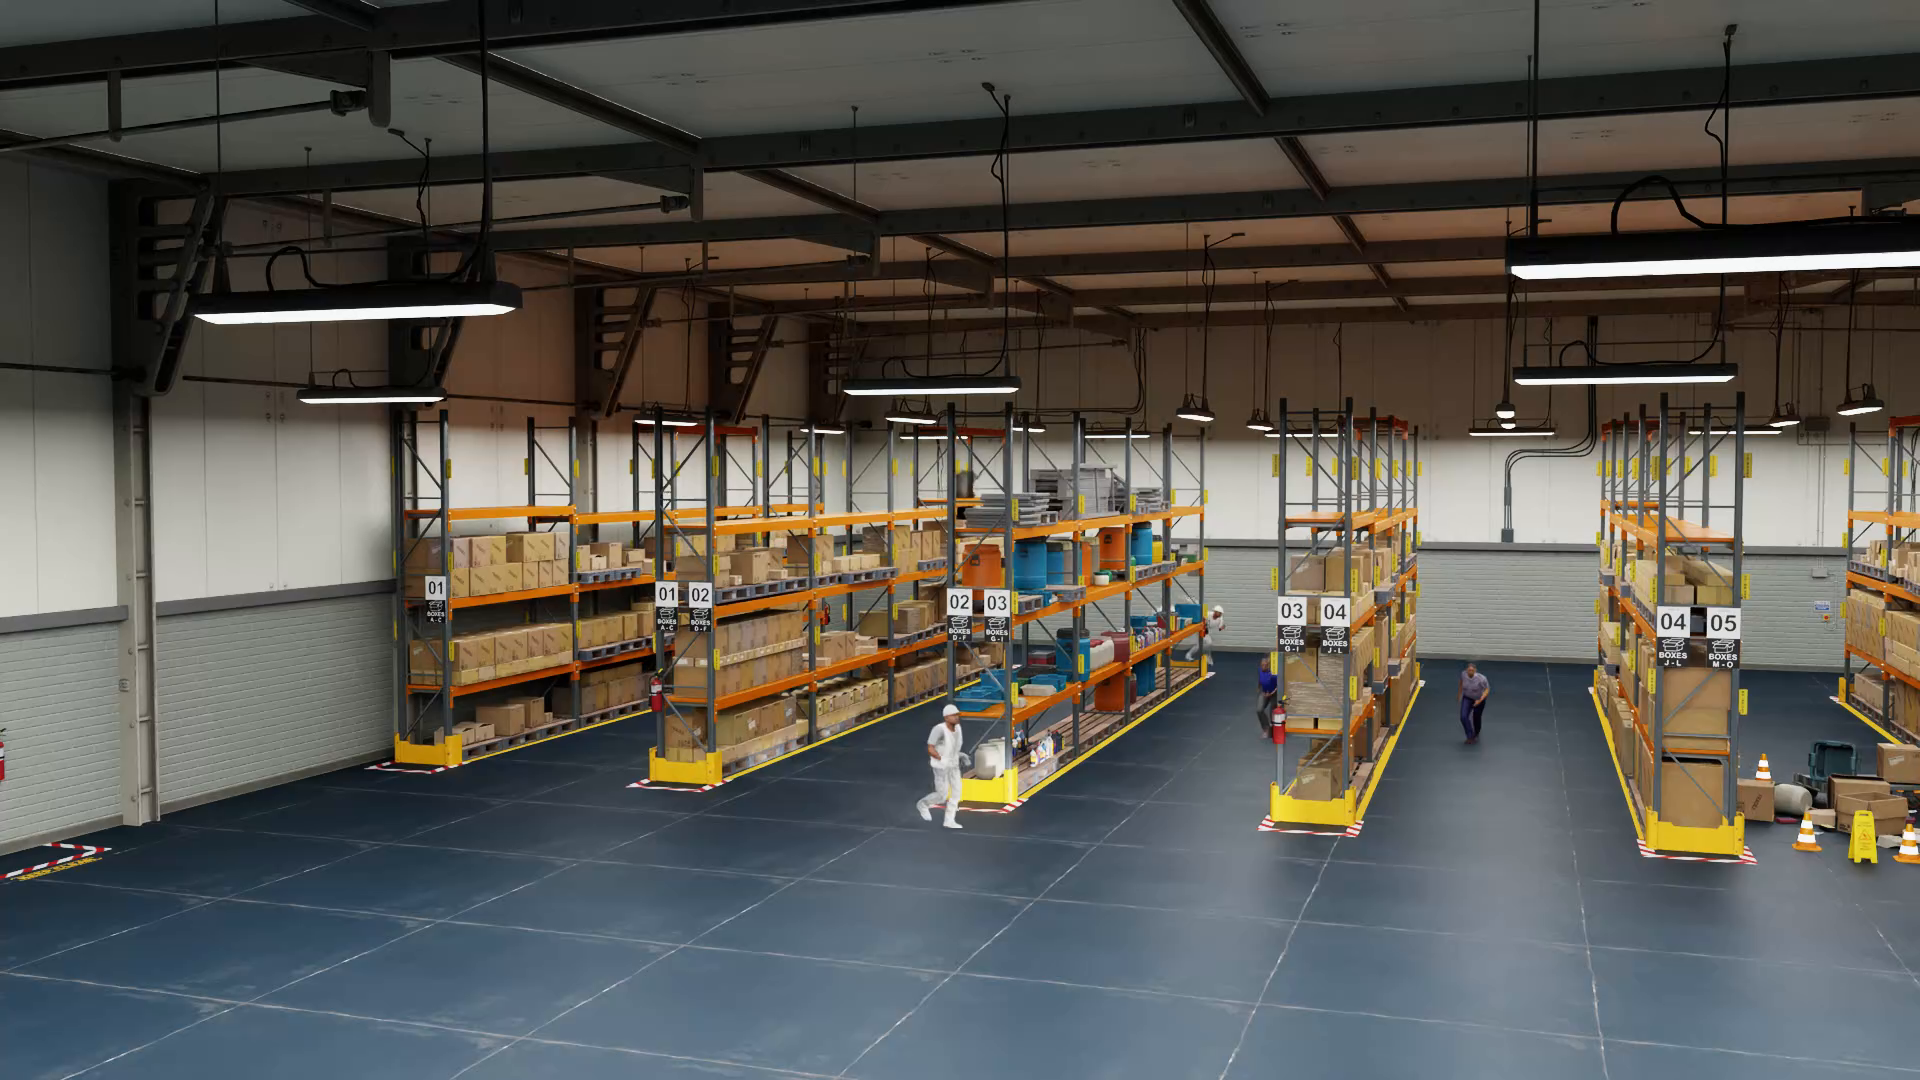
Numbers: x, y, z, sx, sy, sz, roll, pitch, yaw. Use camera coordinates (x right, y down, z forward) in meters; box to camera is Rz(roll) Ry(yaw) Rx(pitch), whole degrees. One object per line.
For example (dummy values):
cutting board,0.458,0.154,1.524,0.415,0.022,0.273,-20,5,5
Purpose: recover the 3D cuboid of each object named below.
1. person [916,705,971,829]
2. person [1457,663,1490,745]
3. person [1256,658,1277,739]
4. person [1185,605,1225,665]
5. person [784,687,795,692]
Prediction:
person,-0.275,3.145,23.219,0.756,1.731,0.690,2,3,41
person,9.401,2.942,30.351,0.605,1.492,1.018,1,3,29
person,5.812,2.912,31.005,0.587,1.508,0.980,2,3,33
person,6.286,2.422,42.634,0.693,1.541,1.160,-2,3,-39
person,-3.483,2.736,34.466,0.444,1.611,0.539,-2,3,-39
